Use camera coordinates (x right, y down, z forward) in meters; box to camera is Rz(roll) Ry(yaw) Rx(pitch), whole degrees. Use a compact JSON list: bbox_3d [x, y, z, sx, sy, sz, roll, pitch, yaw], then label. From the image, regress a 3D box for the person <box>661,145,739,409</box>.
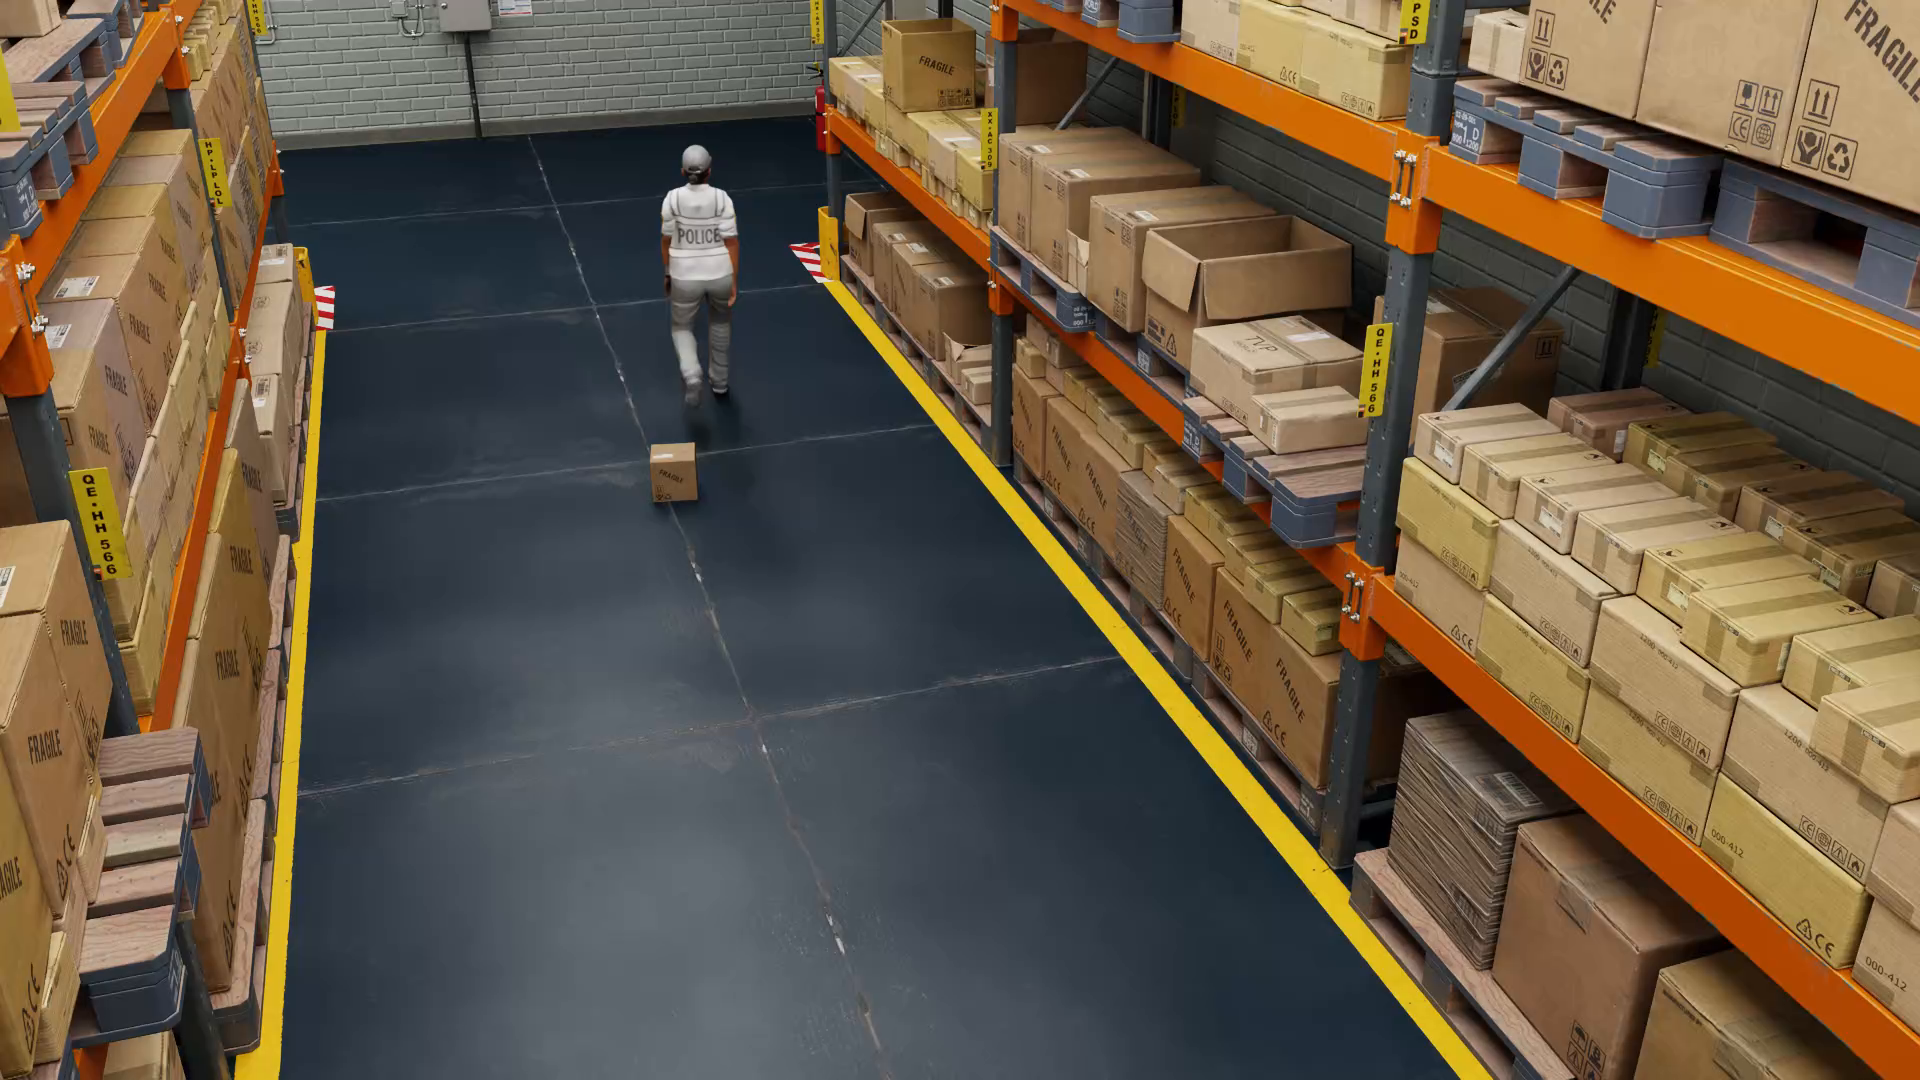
[{"bbox_3d":[-1.603,-1.628,10.341,0.470,1.635,0.779,-6,27,-11],"label":"person"}]
